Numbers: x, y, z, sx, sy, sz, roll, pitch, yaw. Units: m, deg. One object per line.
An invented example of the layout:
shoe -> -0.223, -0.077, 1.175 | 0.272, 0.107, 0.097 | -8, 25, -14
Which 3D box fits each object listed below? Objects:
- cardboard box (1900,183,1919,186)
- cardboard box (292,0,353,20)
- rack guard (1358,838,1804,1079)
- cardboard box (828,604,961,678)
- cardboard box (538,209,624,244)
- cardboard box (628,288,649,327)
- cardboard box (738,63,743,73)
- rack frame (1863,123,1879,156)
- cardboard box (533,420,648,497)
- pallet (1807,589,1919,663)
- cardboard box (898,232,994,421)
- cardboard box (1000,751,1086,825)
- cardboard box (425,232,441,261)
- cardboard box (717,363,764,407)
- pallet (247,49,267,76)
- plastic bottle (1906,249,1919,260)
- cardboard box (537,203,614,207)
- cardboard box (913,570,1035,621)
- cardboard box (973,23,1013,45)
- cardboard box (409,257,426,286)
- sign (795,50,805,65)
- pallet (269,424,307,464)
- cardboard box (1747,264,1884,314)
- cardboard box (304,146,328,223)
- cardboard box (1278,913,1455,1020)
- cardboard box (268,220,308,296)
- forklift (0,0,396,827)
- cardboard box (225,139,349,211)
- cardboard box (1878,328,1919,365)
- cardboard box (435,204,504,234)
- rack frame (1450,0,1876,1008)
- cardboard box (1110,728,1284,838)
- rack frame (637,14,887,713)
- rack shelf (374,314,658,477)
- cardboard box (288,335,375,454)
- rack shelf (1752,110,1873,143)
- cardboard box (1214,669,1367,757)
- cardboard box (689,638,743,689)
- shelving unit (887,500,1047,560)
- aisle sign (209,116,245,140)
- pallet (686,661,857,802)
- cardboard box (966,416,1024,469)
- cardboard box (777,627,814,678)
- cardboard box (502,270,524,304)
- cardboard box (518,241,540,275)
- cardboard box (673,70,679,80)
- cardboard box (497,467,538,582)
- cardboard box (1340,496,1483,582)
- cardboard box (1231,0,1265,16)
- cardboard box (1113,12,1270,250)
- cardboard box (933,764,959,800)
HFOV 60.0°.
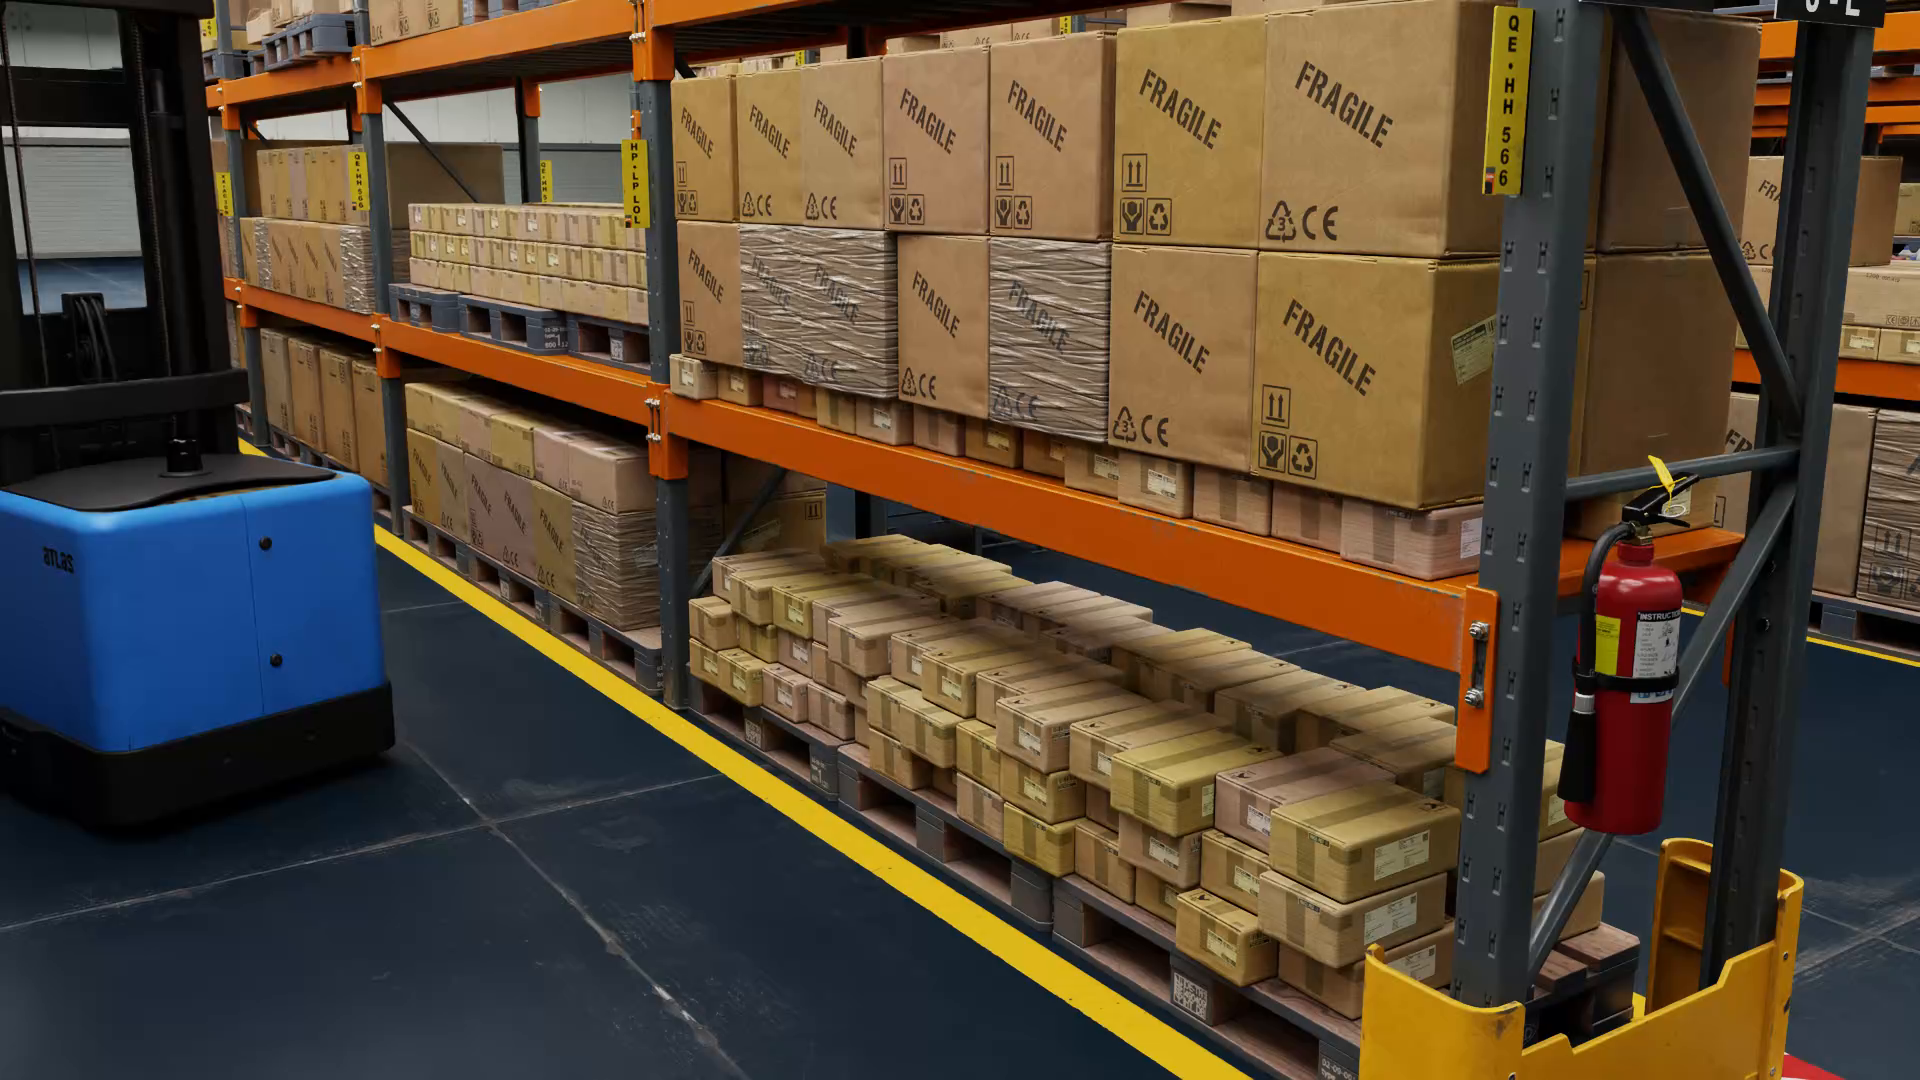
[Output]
cardboard box -> 12.603, -4.444, 21.900 | 0.700, 0.500, 0.500 | -8, 15, -33
cardboard box -> -3.804, -3.378, 10.256 | 0.500, 0.311, 0.500 | -8, 15, -33
rack guard -> 1.415, 1.079, 3.757 | 1.175, 0.500, 0.348 | -8, 15, -33
cardboard box -> -0.220, 0.337, 5.599 | 0.380, 0.149, 0.250 | -8, 15, -32
cardboard box -> -1.714, -1.446, 7.665 | 0.380, 0.149, 0.250 | -9, 15, -35
cardboard box -> -1.144, -0.970, 6.879 | 0.380, 0.149, 0.250 | -8, 15, -34
cardboard box -> -1.966, -4.636, 16.435 | 0.380, 0.149, 0.250 | -7, 14, -31
rack frame -> 9.458, -3.292, 17.896 | 1.000, 3.000, 0.127 | -8, 15, -33
cardboard box -> -1.656, -0.386, 7.718 | 0.500, 0.250, 0.500 | -7, 14, -30
pallet -> 4.462, 0.315, 7.928 | 1.003, 0.211, 1.213 | -8, 15, -33
cardboard box -> 0.156, -0.643, 4.852 | 0.500, 0.500, 0.500 | -7, 14, -30
cardboard box -> 0.340, 0.671, 4.767 | 0.380, 0.149, 0.250 | -8, 15, -32
cardboard box -> -2.723, -1.621, 9.163 | 0.380, 0.149, 0.250 | -7, 14, -30
cardboard box -> -0.670, -0.591, 6.131 | 0.380, 0.149, 0.250 | -8, 14, -31
pallet -> -4.643, -3.477, 12.169 | 0.805, 0.209, 1.217 | -9, 15, -35
plastic bottle -> 7.407, -2.127, 12.858 | 0.152, 0.276, 0.135 | -8, 15, -33
cardboard box -> -2.185, -1.847, 9.497 | 0.380, 0.149, 0.250 | -8, 15, -33
cardboard box -> 0.052, 0.229, 6.091 | 0.380, 0.149, 0.250 | -8, 14, -31
cardboard box -> 0.444, -4.024, 12.816 | 0.500, 0.500, 0.500 | -8, 15, -33
cardboard box -> -2.896, -1.530, 9.443 | 0.380, 0.149, 0.250 | -8, 15, -34
sign -> -1.454, -4.484, 15.114 | 0.100, 0.325, 0.005 | -8, 15, -33
pallet -> -4.702, -0.772, 12.899 | 1.003, 0.211, 1.213 | -8, 15, -33
cardboard box -> 4.031, -1.186, 7.919 | 0.500, 0.250, 0.500 | -8, 14, -31
cardboard box -> -4.067, -2.441, 11.430 | 0.700, 0.500, 0.500 | -8, 15, -33
cardboard box -> 0.992, 0.990, 4.003 | 0.380, 0.149, 0.250 | -8, 15, -32
cardboard box -> -4.569, -2.007, 11.785 | 0.500, 0.500, 0.500 | -8, 15, -33
forklift -> -3.533, -0.728, 6.332 | 3.031, 2.935, 1.130 | 10, 16, 38
cardboard box -> -5.368, -2.933, 13.375 | 0.875, 0.550, 0.550 | -8, 15, -33
cardboard box -> 4.324, -0.871, 7.412 | 0.380, 0.149, 0.250 | -8, 15, -32
cardboard box -> -2.597, -1.728, 8.953 | 0.380, 0.149, 0.250 | -8, 15, -33
rack frame -> 1.457, -0.129, 3.428 | 1.000, 3.000, 0.127 | -8, 15, -33
cardboard box -> 0.612, 0.622, 4.295 | 0.380, 0.149, 0.250 | -8, 15, -34
rack frame -> -0.759, -0.840, 6.681 | 1.000, 3.000, 0.127 | -8, 15, -33
rack shelf -> -1.867, -0.844, 8.385 | 1.077, 0.370, 4.000 | -8, 15, -33
cardboard box -> -4.242, -1.097, 12.140 | 1.050, 0.750, 0.750 | -8, 15, -33
rack shelf -> 8.350, -4.762, 19.279 | 1.077, 0.370, 4.000 | -8, 15, -33
cardboard box -> 0.957, 0.506, 4.825 | 0.380, 0.149, 0.250 | -9, 15, -36
cardboard box -> -0.825, 0.450, 6.471 | 0.380, 0.149, 0.250 | -9, 15, -35
shelving unit -> 0.004, -0.548, 9.736 | 0.538, 1.125, 1.048 | -8, 15, -33
aisle sign -> -7.198, -4.292, 16.383 | 0.394, 0.787, 0.004 | -8, 15, -33
pallet -> -0.358, 0.638, 6.452 | 1.003, 0.211, 1.213 | -8, 15, -33
cardboard box -> 0.240, -0.315, 4.870 | 0.380, 0.149, 0.250 | -8, 15, -32
cardboard box -> -0.445, 0.378, 6.106 | 0.380, 0.149, 0.250 | -8, 15, -33
cardboard box -> -2.016, -1.248, 8.154 | 0.380, 0.149, 0.250 | -9, 15, -35
cardboard box -> -1.878, -1.349, 7.918 | 0.380, 0.149, 0.250 | -8, 15, -33
cardboard box -> -2.866, -4.909, 17.685 | 0.380, 0.149, 0.250 | -7, 14, -31
cardboard box -> -1.944, -0.109, 8.206 | 0.500, 0.500, 0.500 | -8, 15, -34
cardboard box -> 1.041, -0.030, 3.567 | 0.380, 0.149, 0.250 | -8, 15, -33
cardboard box -> 2.159, -3.597, 11.050 | 0.500, 0.500, 0.500 | -7, 14, -30
cardboard box -> 0.715, -0.953, 3.929 | 0.500, 0.500, 0.500 | -9, 15, -35
cardboard box -> 0.137, 0.714, 5.266 | 0.380, 0.149, 0.250 | -8, 14, -31
